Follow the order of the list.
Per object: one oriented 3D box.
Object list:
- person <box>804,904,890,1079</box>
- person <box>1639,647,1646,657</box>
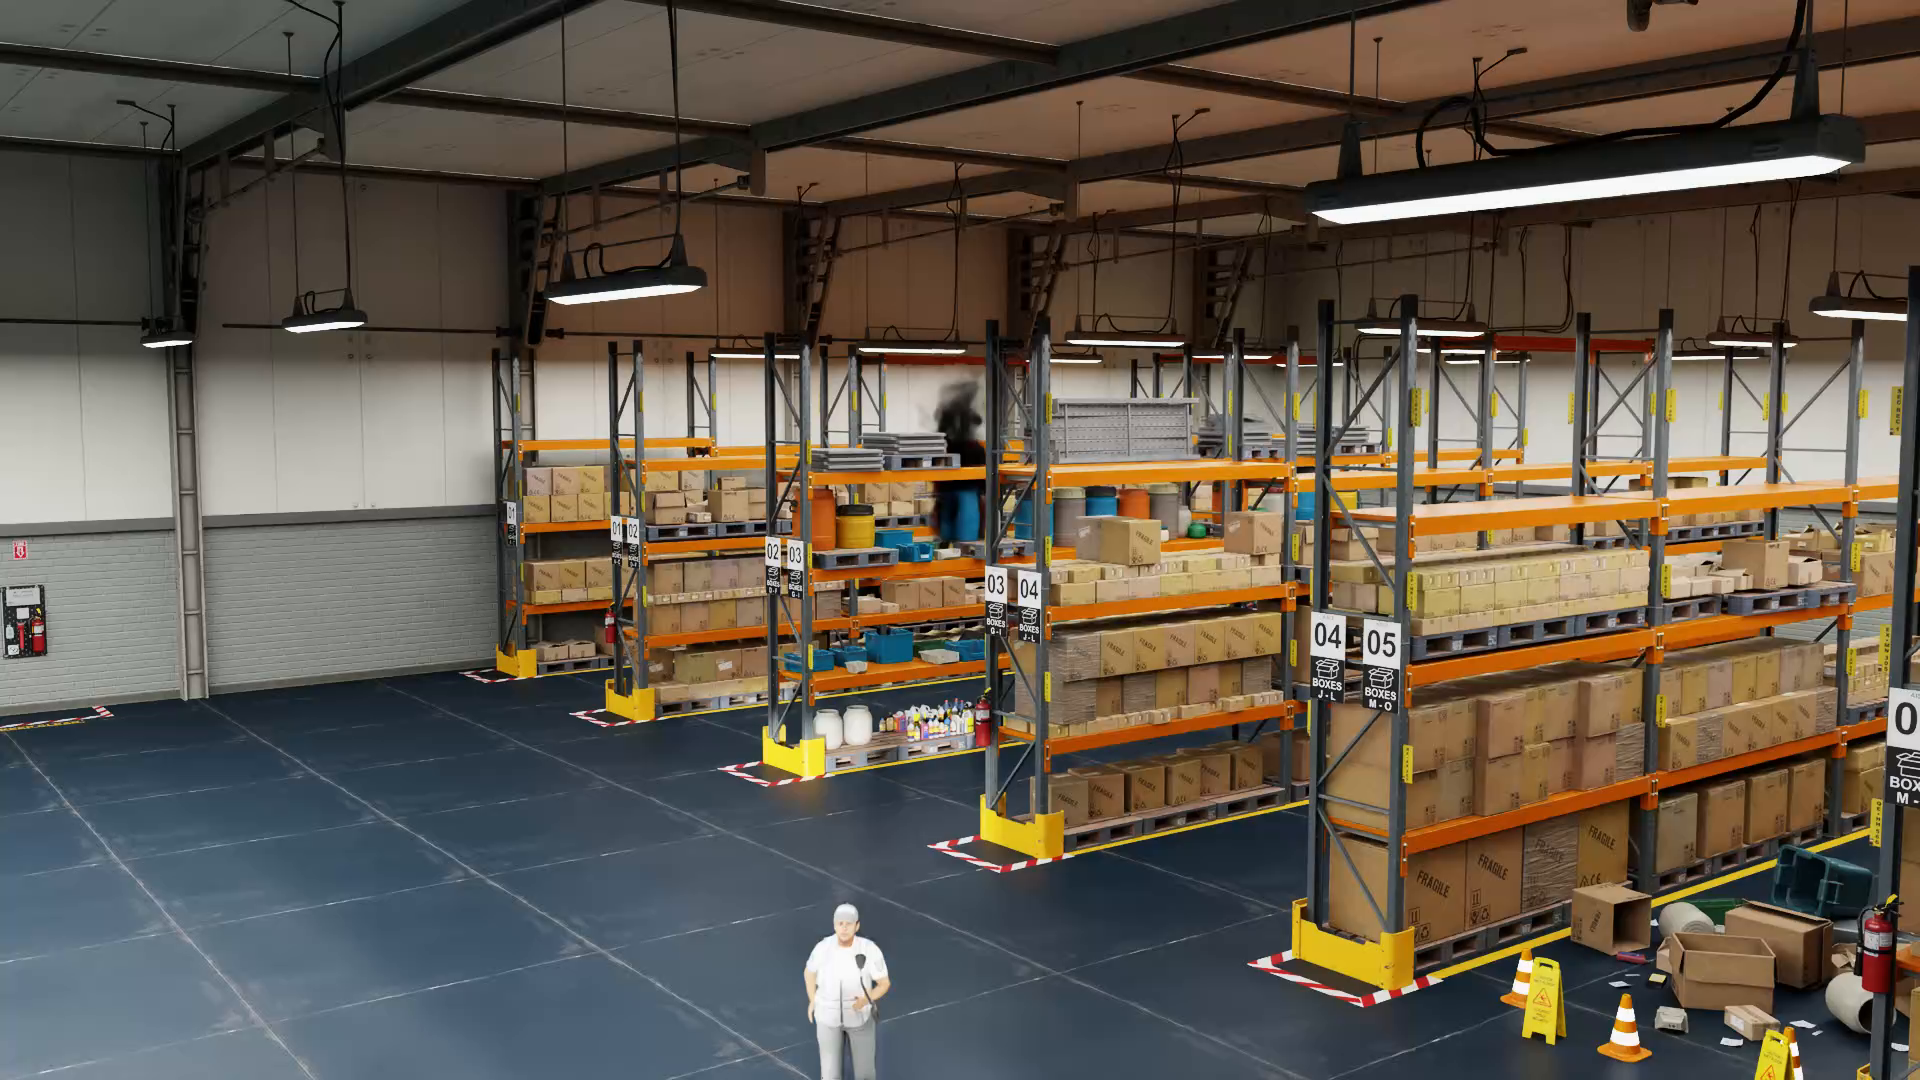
[{"bbox_3d":[-0.795,3.341,11.580,0.620,1.619,0.803,0,5,3],"label":"person"},{"bbox_3d":[9.555,2.305,23.257,0.802,1.635,0.564,-4,7,-41],"label":"person"}]
